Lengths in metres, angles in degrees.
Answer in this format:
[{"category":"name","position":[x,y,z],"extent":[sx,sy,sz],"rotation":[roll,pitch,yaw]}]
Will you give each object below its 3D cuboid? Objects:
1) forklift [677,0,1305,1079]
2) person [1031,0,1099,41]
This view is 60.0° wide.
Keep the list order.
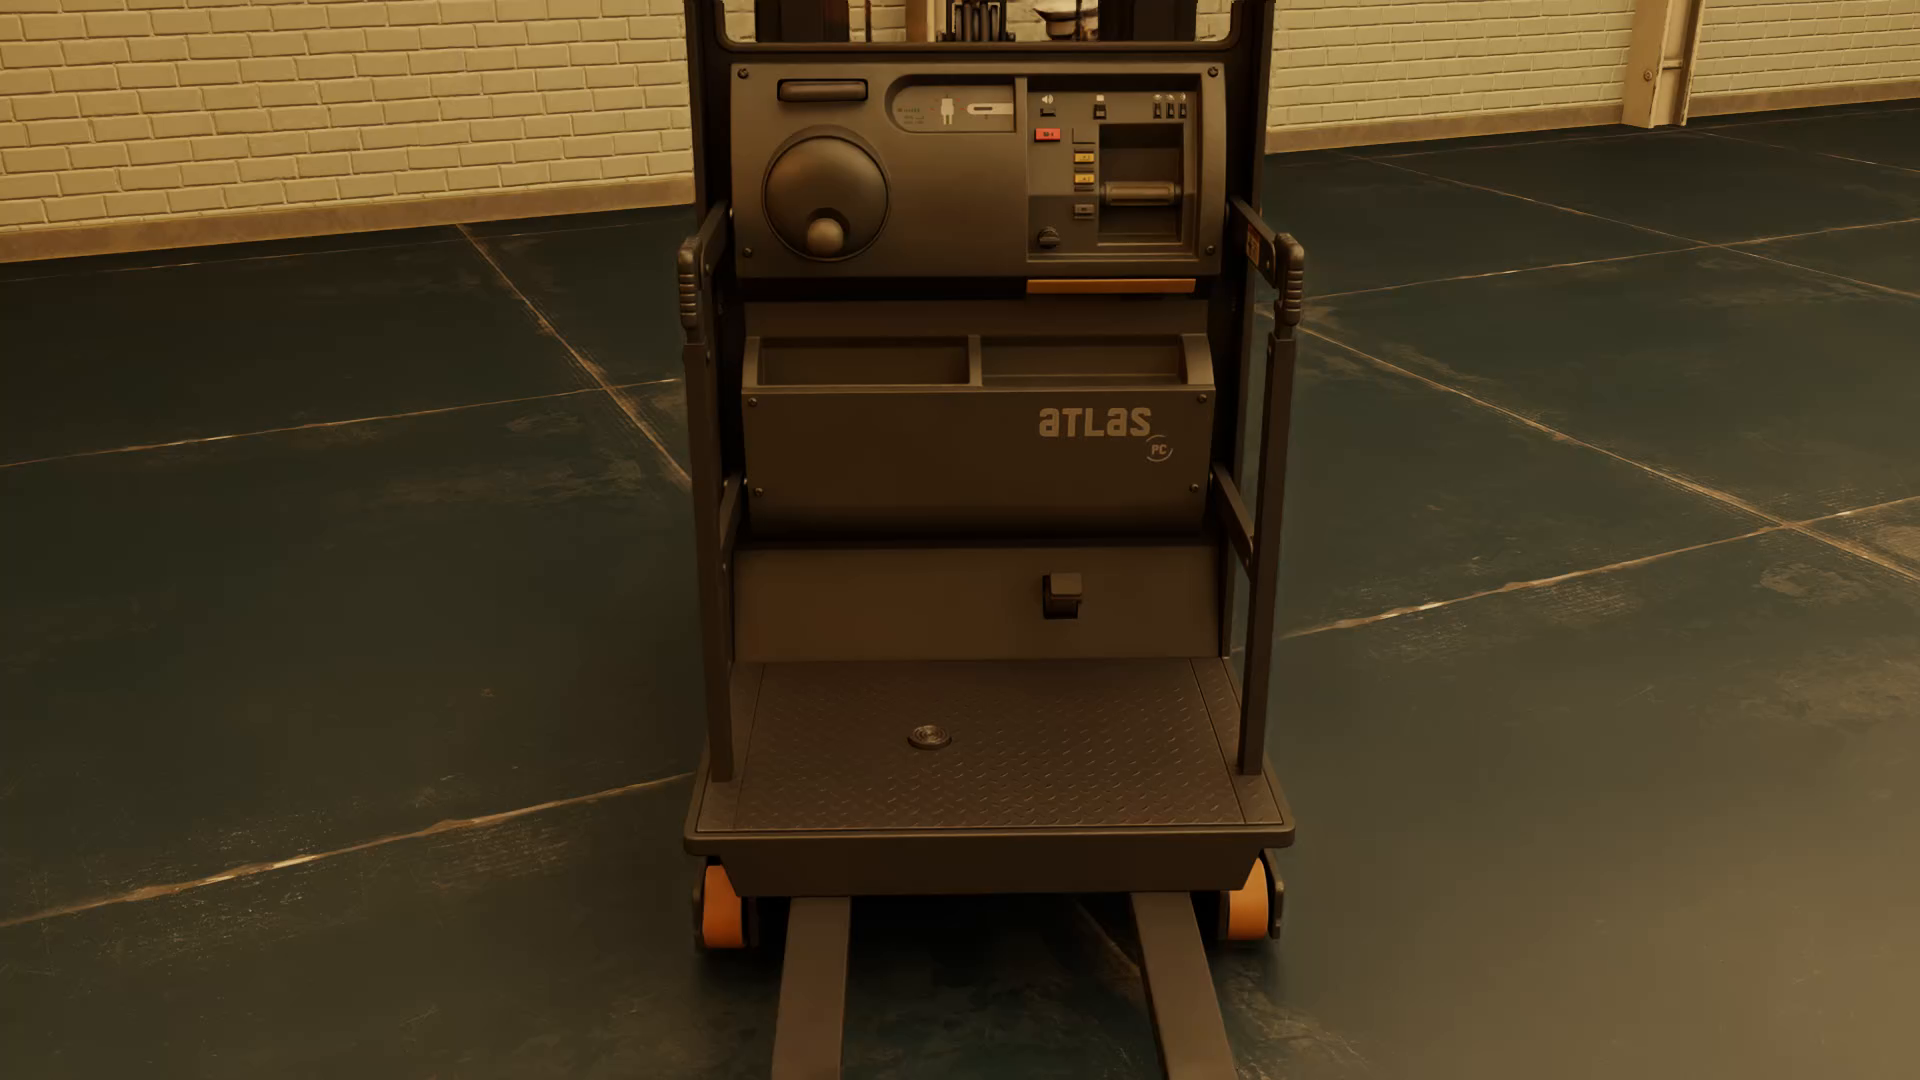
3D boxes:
[{"category":"forklift","position":[0.043,-0.687,2.941],"extent":[1.130,2.935,3.031],"rotation":[-1,23,-1]},{"category":"person","position":[0.474,-0.875,5.160],"extent":[0.623,1.575,0.803],"rotation":[21,30,41]}]
